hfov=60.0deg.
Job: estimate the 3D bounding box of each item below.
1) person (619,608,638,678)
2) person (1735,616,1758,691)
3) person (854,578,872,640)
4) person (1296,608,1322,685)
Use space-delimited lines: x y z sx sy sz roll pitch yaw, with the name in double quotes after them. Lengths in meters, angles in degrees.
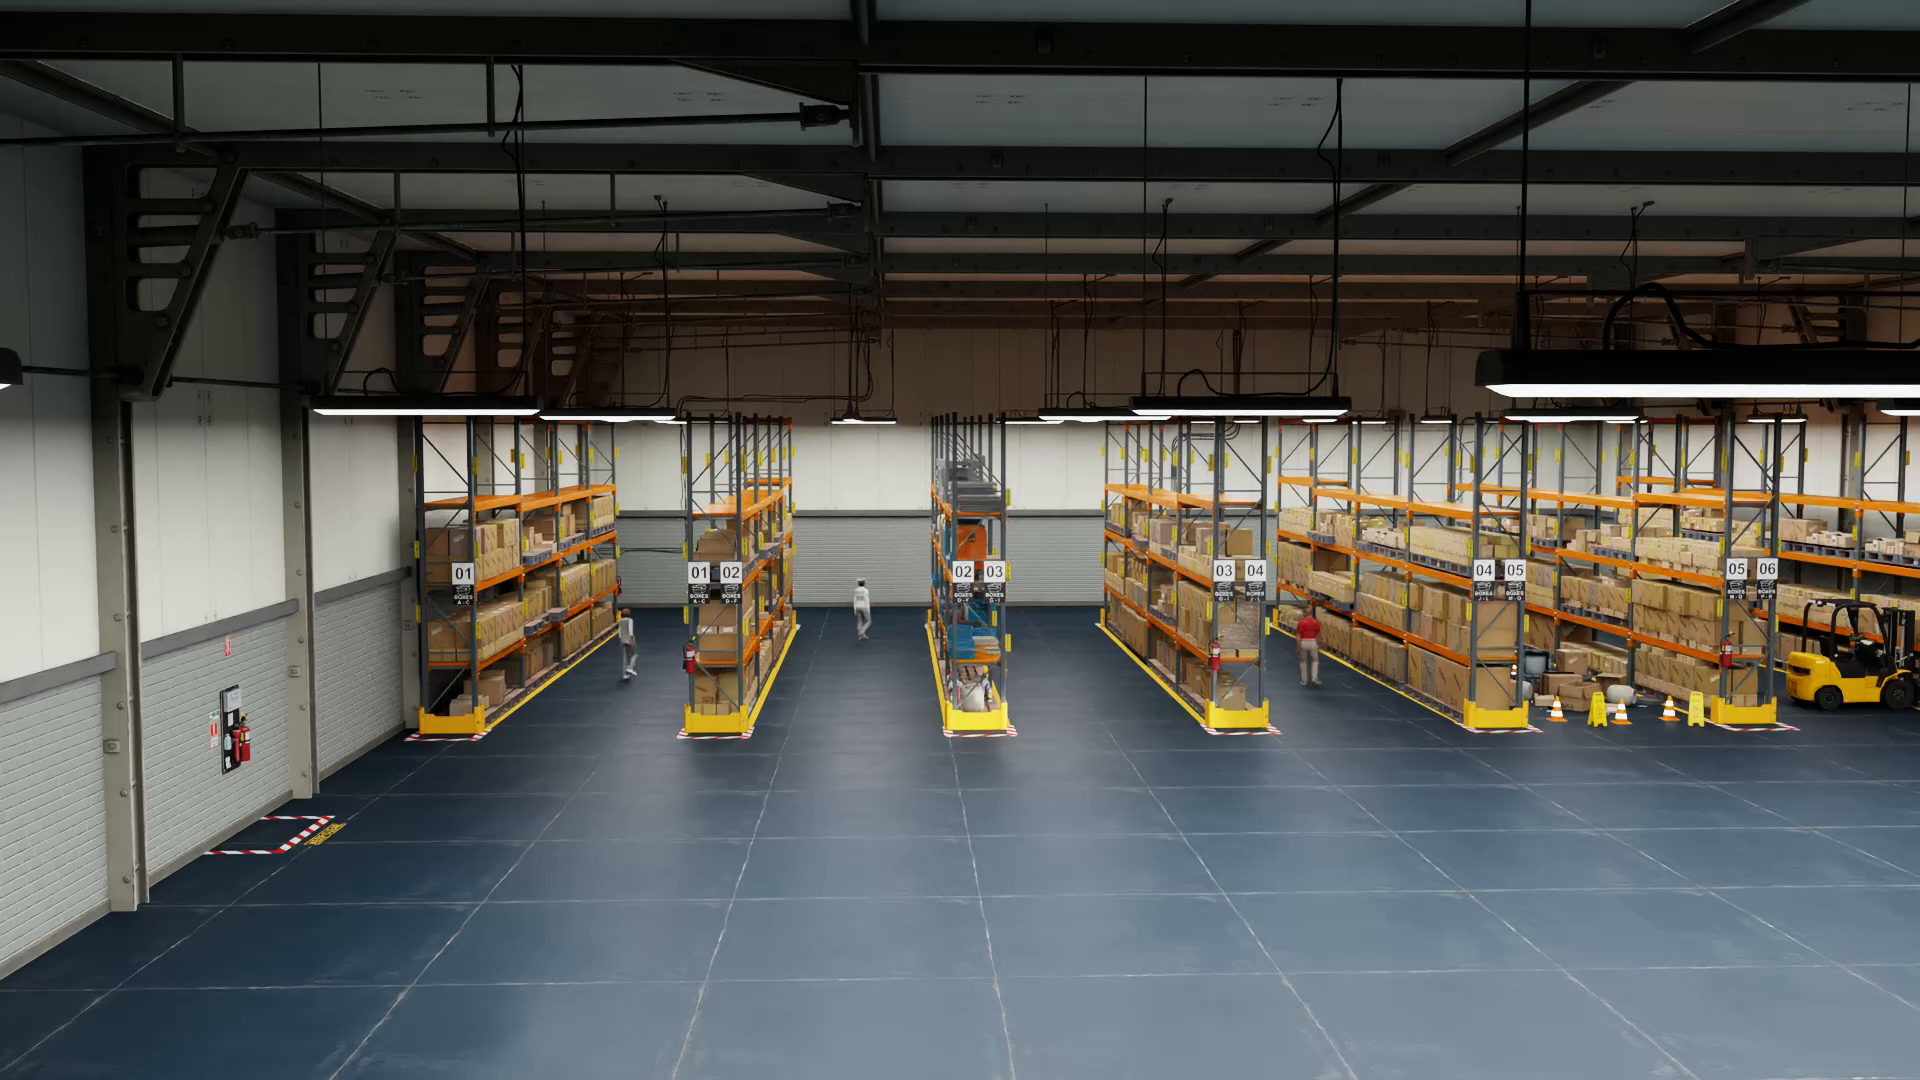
-7.586 2.339 37.898 0.446 1.583 0.469 1 4 9 "person"
17.161 2.433 36.241 0.606 1.659 0.761 0 4 -2 "person"
-2.646 1.859 44.566 0.514 1.673 0.458 3 5 35 "person"
7.717 2.362 36.799 0.567 1.722 0.552 0 4 1 "person"
